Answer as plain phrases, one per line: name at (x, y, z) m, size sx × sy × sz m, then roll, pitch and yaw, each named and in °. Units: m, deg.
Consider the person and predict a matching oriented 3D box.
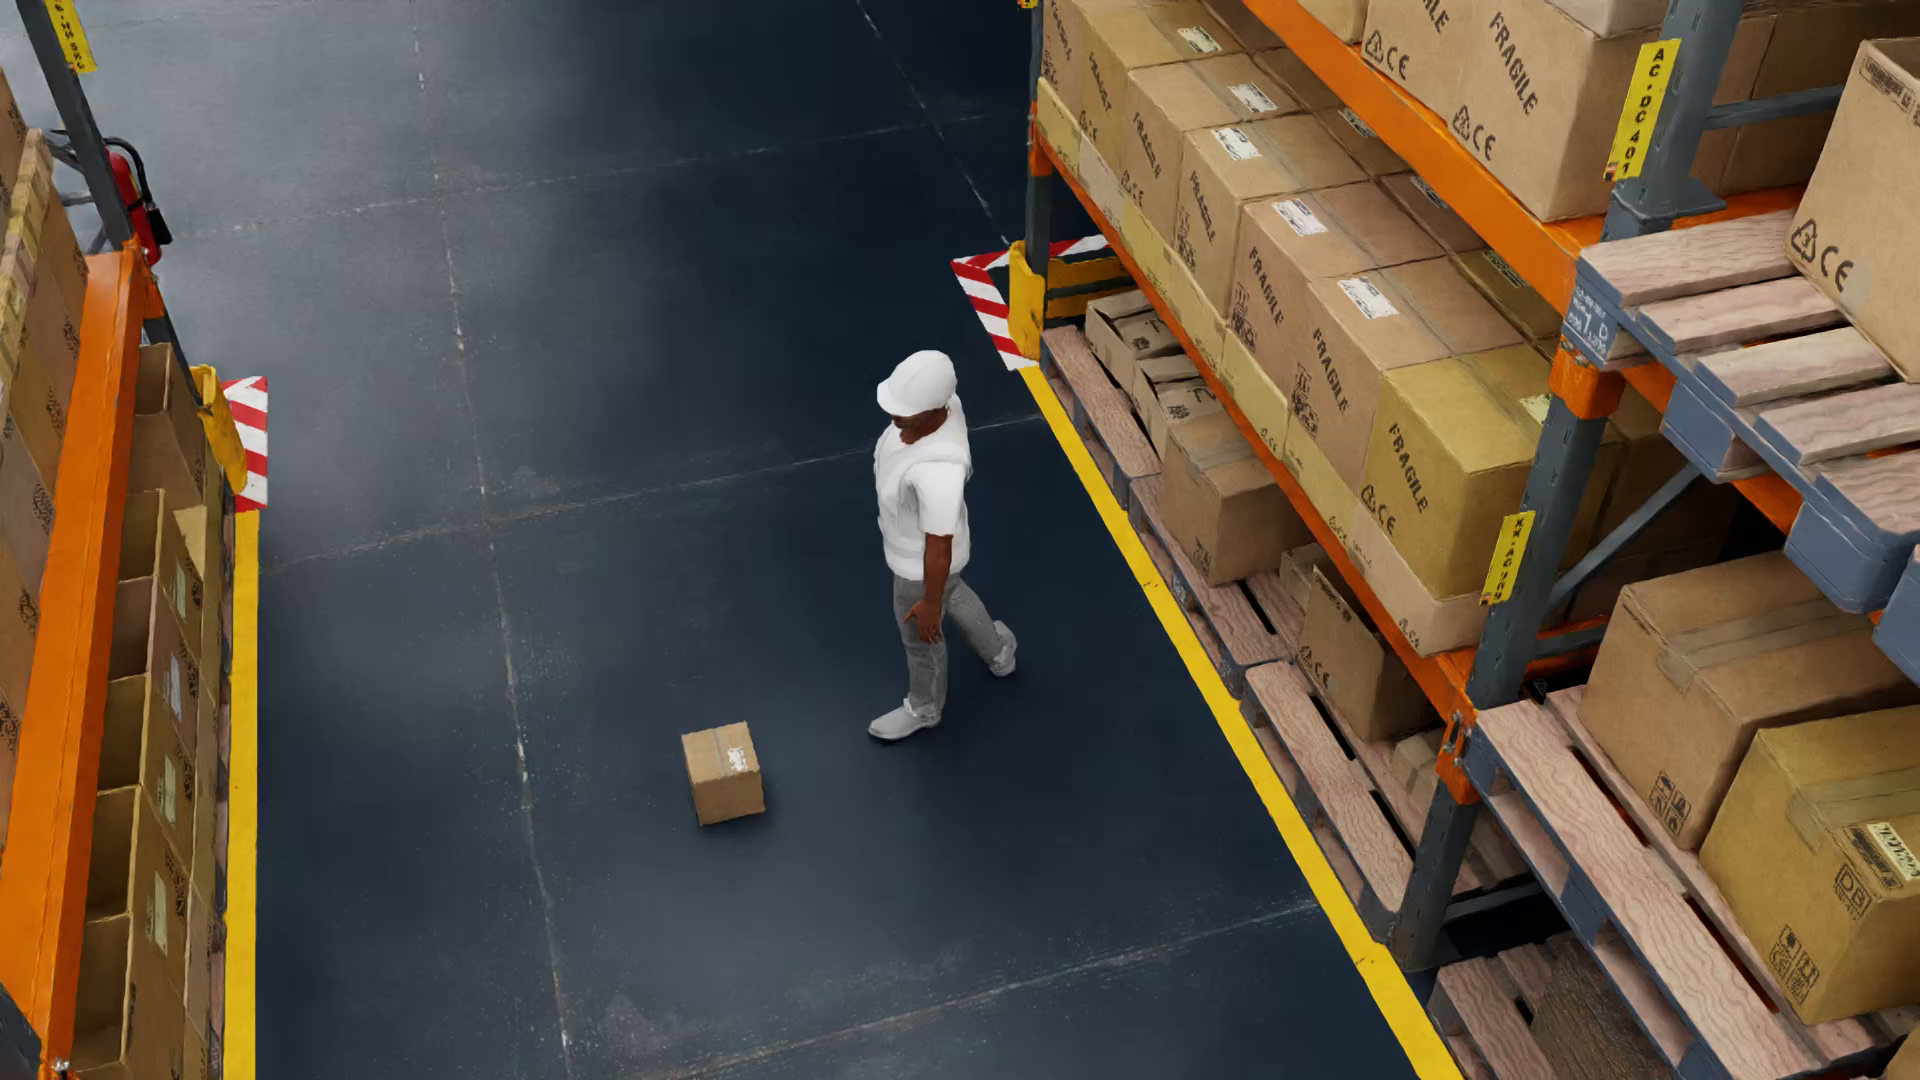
person at (-0.064, 0.000, 6.144) m, size 0.600 × 1.770 × 0.726 m, roll 0°, pitch 42°, yaw 0°
